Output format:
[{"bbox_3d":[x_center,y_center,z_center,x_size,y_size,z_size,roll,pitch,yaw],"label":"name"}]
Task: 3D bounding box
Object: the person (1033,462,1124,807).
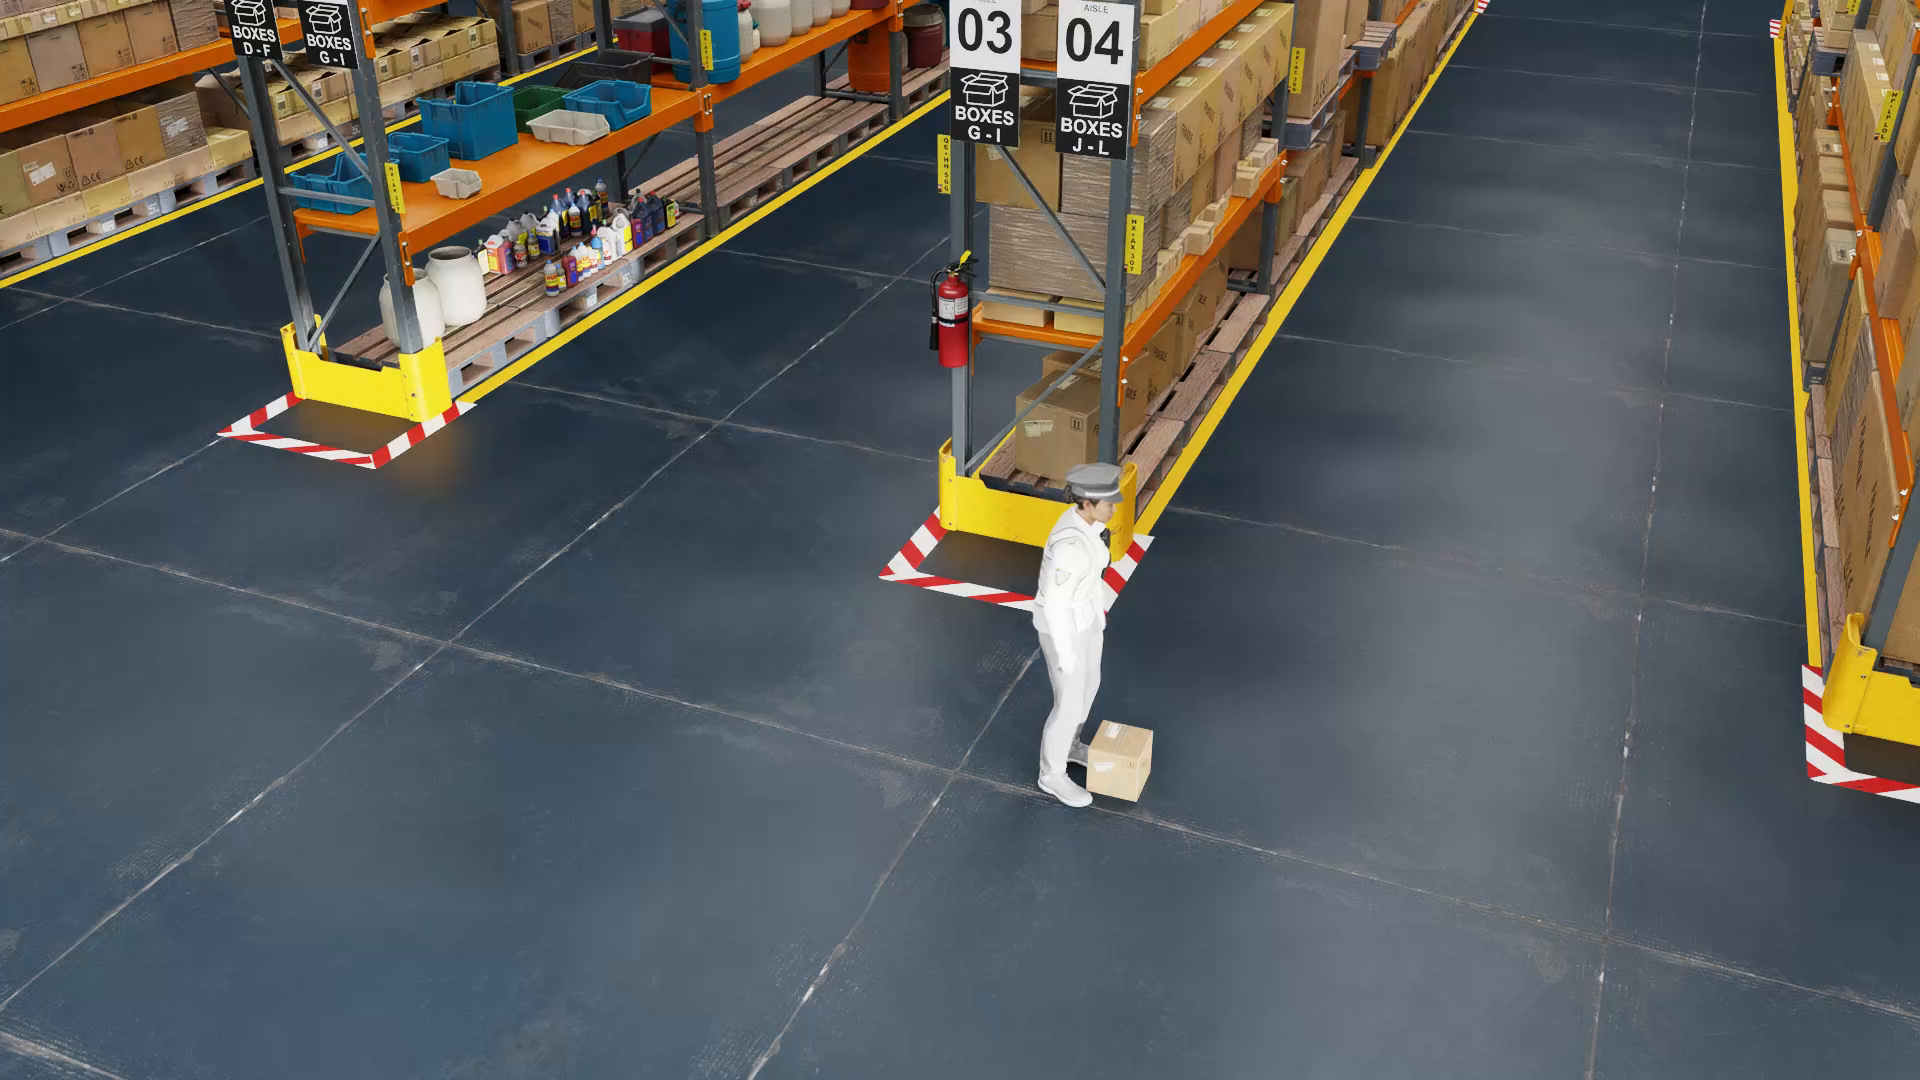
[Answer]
[{"bbox_3d":[0.536,0.405,7.680,0.372,1.663,0.529,12,32,19],"label":"person"}]
